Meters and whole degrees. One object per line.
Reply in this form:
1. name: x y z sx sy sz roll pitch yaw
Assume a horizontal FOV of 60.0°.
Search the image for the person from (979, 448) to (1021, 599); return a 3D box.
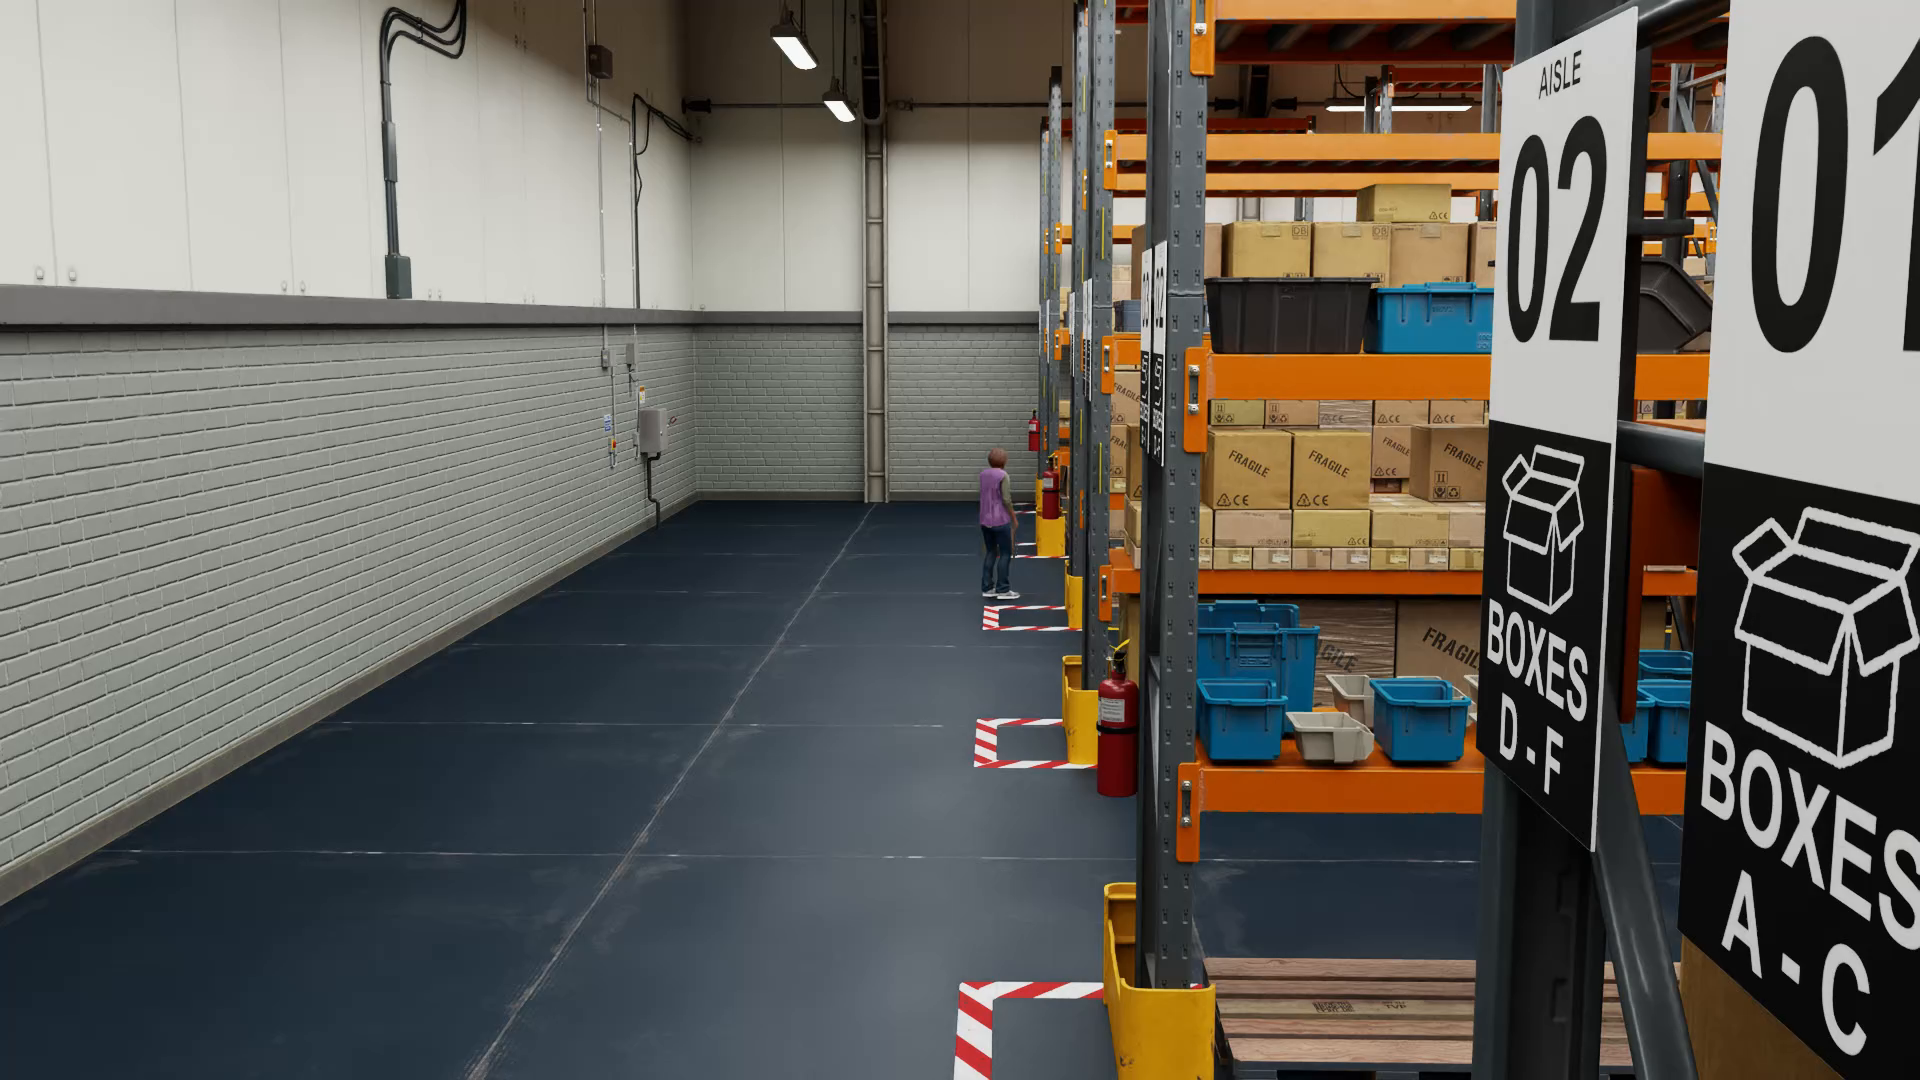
1. person: 0.386 -0.175 17.649 0.336 1.596 0.455 -7 10 -44
